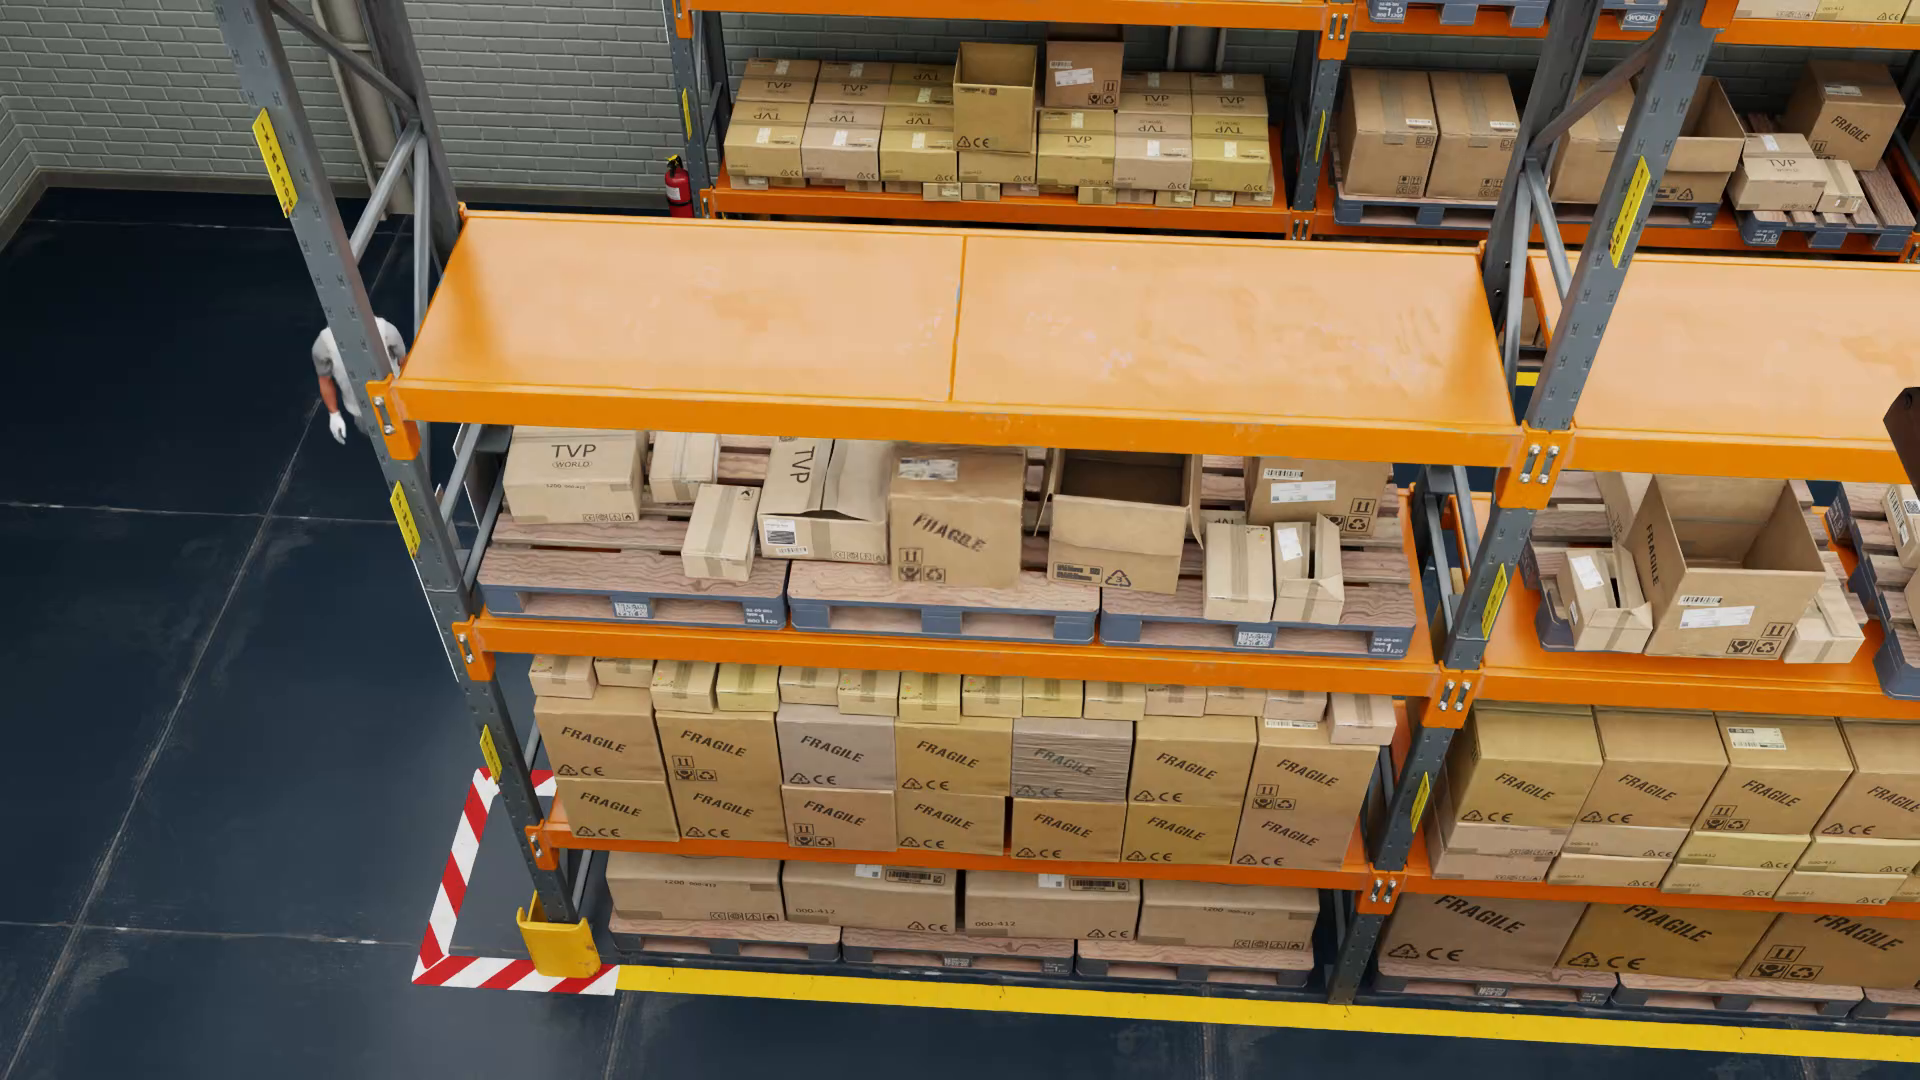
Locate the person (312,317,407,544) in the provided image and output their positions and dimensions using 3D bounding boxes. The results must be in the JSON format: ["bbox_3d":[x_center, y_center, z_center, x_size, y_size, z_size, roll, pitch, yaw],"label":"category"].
[{"bbox_3d":[-3.639,-0.873,10.350,0.539,1.753,1.004,-3,48,-3],"label":"person"}]
